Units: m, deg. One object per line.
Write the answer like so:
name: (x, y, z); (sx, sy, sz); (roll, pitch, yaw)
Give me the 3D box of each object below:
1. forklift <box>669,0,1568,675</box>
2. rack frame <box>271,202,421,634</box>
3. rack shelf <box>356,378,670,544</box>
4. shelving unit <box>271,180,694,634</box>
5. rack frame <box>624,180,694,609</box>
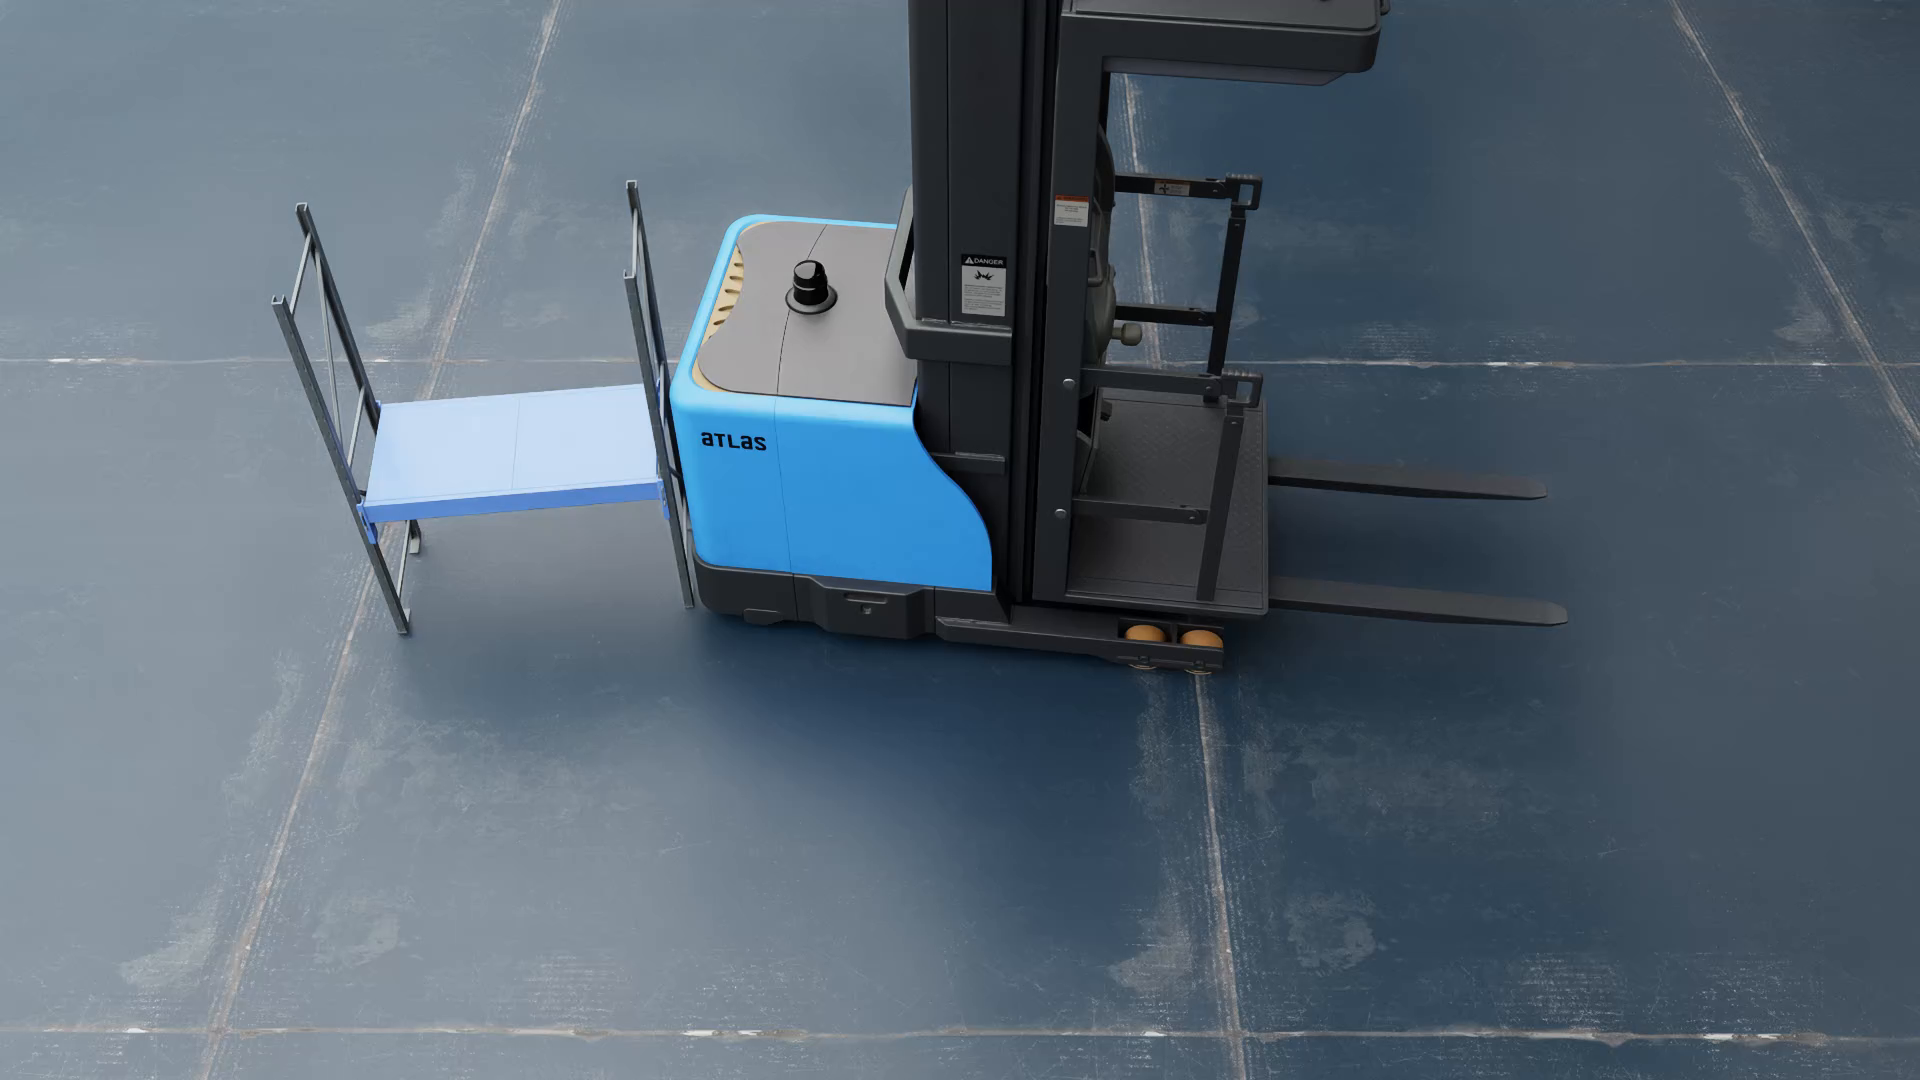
forklift: (0.618, -0.943, 5.125); (3.031, 2.935, 1.130); (5, 47, 5)
rack frame: (-2.019, -0.358, 5.558); (0.032, 1.500, 0.500); (-5, 47, -5)
rack shelf: (-1.514, -0.279, 5.731); (1.000, 0.185, 0.538); (-5, 47, -5)
shelving unit: (-1.514, -0.402, 5.599); (1.048, 1.500, 0.538); (-5, 47, -5)
rack frame: (-1.010, -0.446, 5.640); (0.032, 1.500, 0.500); (-5, 47, -5)
